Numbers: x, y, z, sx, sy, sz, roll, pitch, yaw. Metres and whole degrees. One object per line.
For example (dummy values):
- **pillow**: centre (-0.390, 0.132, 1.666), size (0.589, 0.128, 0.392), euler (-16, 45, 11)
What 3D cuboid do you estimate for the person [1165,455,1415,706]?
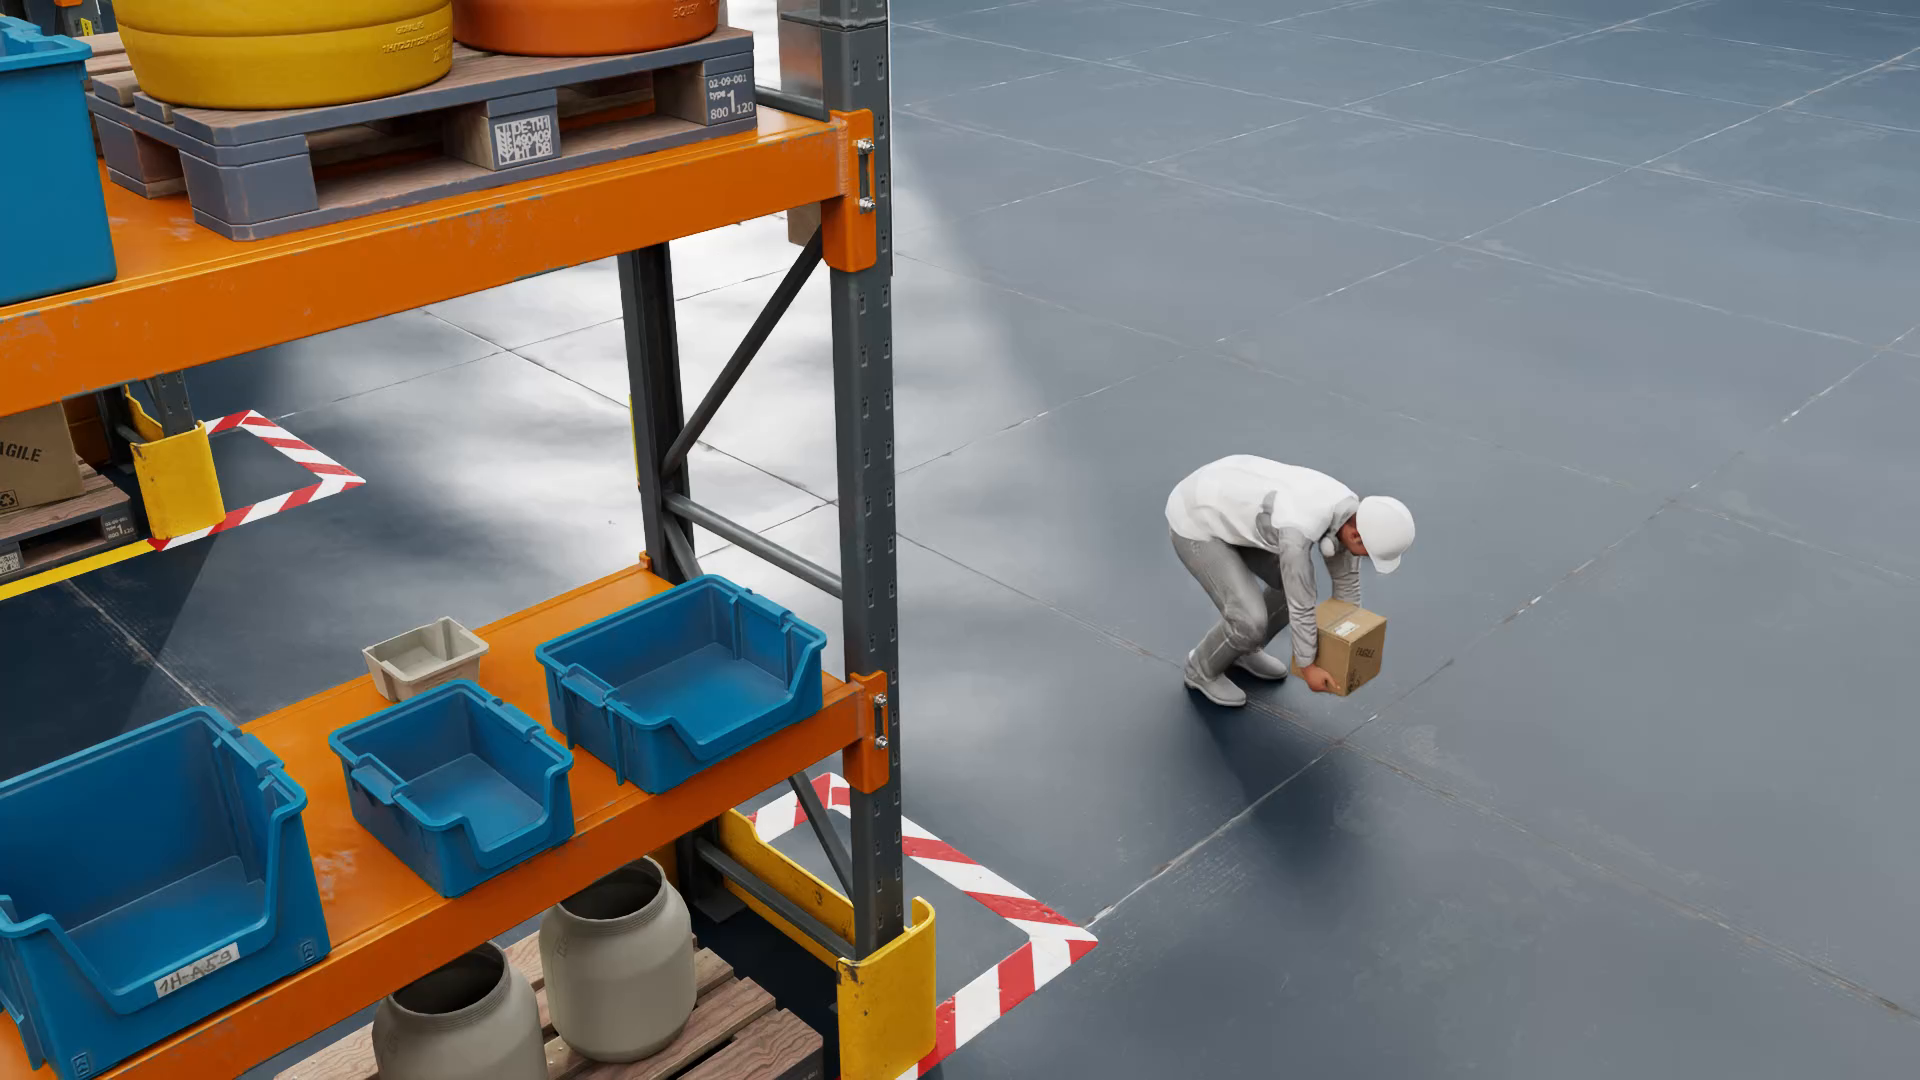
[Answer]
- **person**: centre (1.275, 0.189, 6.539), size (0.998, 1.024, 0.513), euler (23, 35, 36)
